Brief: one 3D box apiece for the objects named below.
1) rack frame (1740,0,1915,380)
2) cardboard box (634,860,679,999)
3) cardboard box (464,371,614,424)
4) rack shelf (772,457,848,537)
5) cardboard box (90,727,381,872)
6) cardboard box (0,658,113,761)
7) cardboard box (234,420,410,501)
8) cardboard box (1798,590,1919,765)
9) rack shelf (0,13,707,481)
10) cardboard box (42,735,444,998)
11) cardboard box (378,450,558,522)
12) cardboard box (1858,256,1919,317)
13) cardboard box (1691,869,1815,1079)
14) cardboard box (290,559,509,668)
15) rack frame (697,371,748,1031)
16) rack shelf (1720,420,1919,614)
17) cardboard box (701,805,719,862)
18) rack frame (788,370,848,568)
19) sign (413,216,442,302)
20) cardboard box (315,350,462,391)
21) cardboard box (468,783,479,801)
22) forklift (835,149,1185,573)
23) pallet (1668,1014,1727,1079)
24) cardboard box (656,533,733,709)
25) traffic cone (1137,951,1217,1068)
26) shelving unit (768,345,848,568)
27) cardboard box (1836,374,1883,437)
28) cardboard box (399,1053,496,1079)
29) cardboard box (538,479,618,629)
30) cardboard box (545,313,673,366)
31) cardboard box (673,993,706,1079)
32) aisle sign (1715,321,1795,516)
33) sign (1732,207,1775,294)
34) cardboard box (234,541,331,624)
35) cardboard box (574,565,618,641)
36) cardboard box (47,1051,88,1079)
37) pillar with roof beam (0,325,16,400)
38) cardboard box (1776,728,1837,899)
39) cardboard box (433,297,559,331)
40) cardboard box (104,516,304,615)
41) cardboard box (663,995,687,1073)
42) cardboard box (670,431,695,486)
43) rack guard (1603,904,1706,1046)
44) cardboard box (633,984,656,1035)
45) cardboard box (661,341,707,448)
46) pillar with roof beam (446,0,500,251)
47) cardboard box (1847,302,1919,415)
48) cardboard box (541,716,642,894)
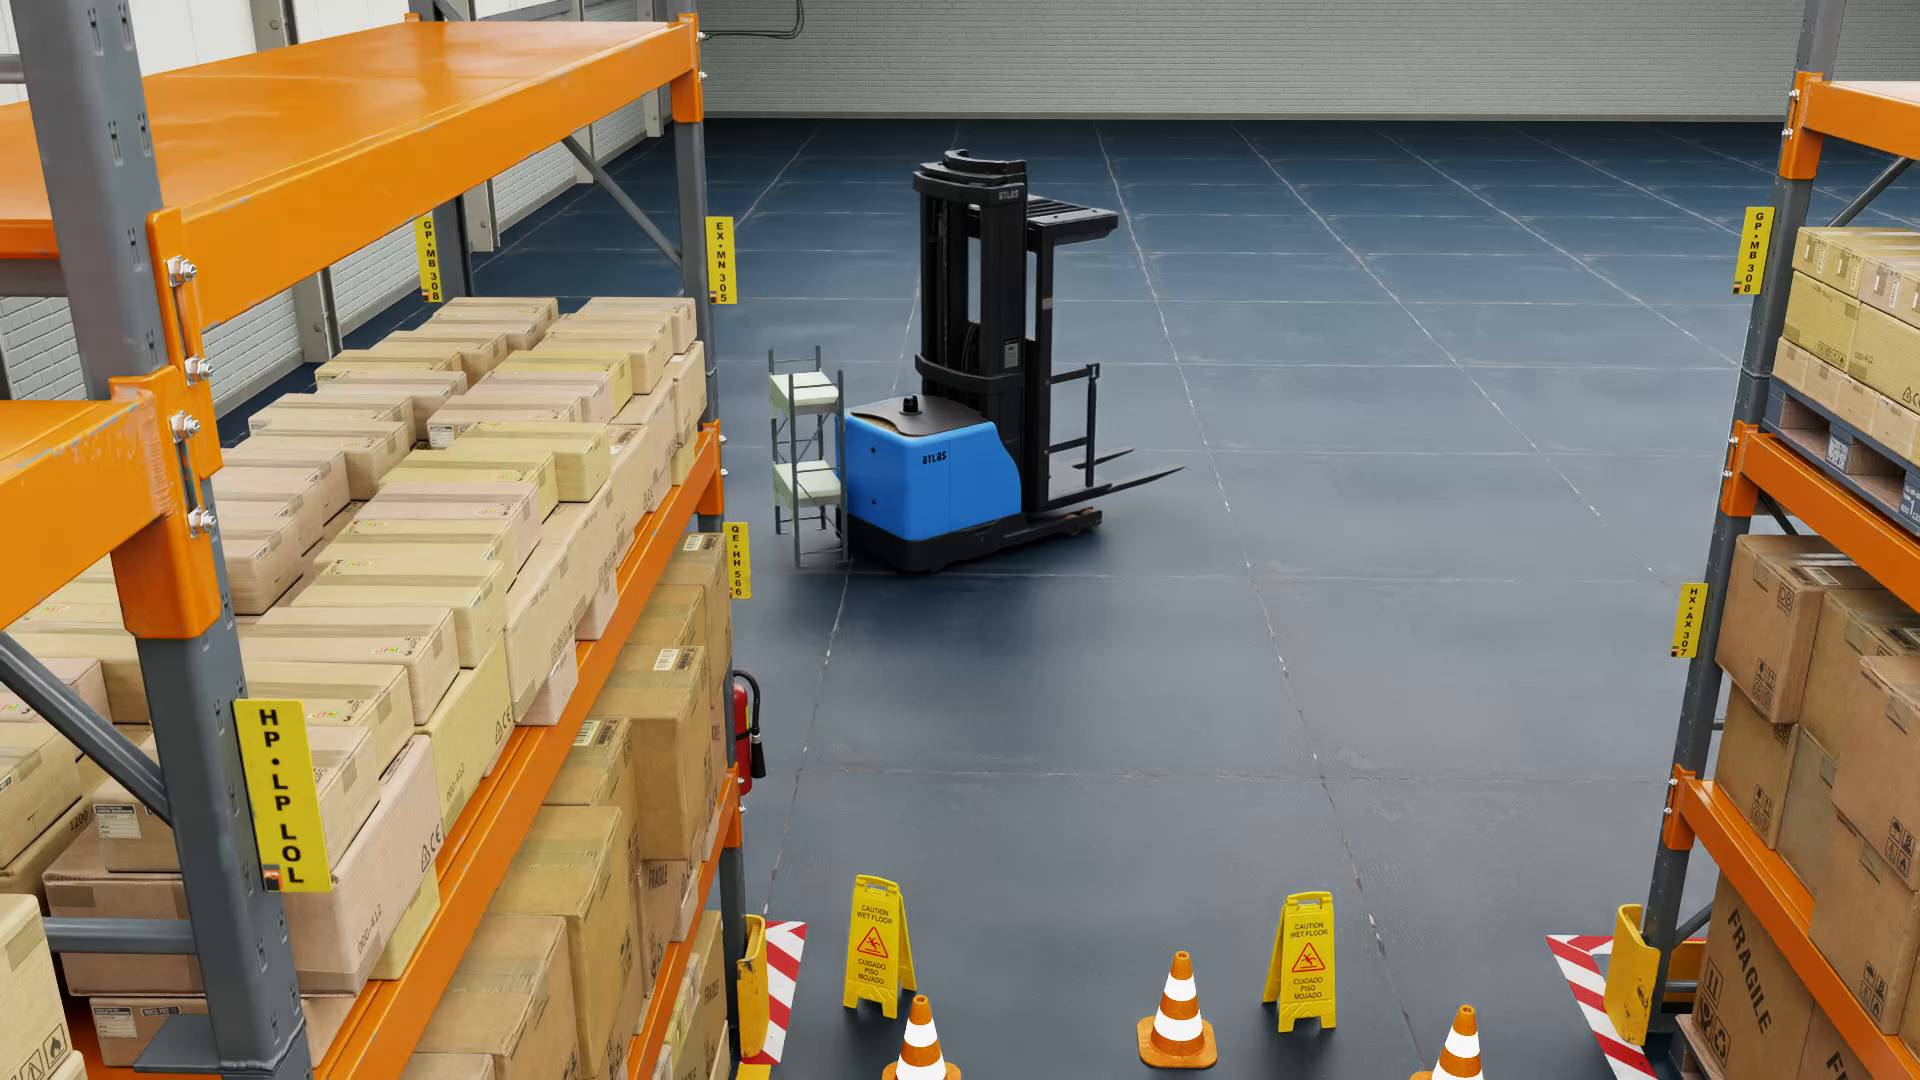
[{"bbox_3d":[3.508,-2.022,5.799,1.000,3.000,0.127,1,21,2],"label":"rack frame"},{"bbox_3d":[-1.222,1.133,5.412,0.500,0.500,0.500,1,21,1],"label":"cardboard box"},{"bbox_3d":[-1.267,-0.405,5.025,0.380,0.149,0.250,1,21,2],"label":"cardboard box"},{"bbox_3d":[-1.153,-0.336,12.722,0.431,0.370,0.720,-6,22,-16],"label":"rack shelf"},{"bbox_3d":[-1.229,0.440,2.846,0.380,0.149,0.250,0,21,1],"label":"cardboard box"},{"bbox_3d":[-1.842,0.339,3.108,0.380,0.149,0.250,0,21,0],"label":"cardboard box"},{"bbox_3d":[-1.735,-0.220,4.547,0.380,0.149,0.250,1,21,3],"label":"cardboard box"},{"bbox_3d":[3.534,0.535,5.802,0.875,0.550,0.550,1,21,2],"label":"cardboard box"},{"bbox_3d":[-1.504,-0.980,4.112,1.077,0.370,4.000,1,21,2],"label":"rack shelf"},{"bbox_3d":[-1.277,0.580,3.036,0.500,0.250,0.500,0,21,0],"label":"cardboard box"},{"bbox_3d":[-1.264,-0.123,4.297,0.380,0.149,0.250,1,21,3],"label":"cardboard box"},{"bbox_3d":[3.164,-0.820,5.375,0.380,0.149,0.250,0,21,1],"label":"cardboard box"},{"bbox_3d":[3.554,1.816,6.559,0.875,0.875,0.875,1,21,2],"label":"cardboard box"},{"bbox_3d":[-1.198,0.156,3.579,0.380,0.149,0.250,0,21,1],"label":"cardboard box"},{"bbox_3d":[-1.443,0.757,6.931,1.000,3.000,0.127,1,21,2],"label":"rack frame"},{"bbox_3d":[3.447,0.435,4.608,1.077,0.370,4.000,1,21,2],"label":"rack shelf"},{"bbox_3d":[-1.137,1.105,6.382,0.380,0.149,0.250,0,21,1],"label":"cardboard box"},{"bbox_3d":[-1.044,-0.513,12.278,0.400,1.500,0.023,-6,22,-16],"label":"rack frame"},{"bbox_3d":[-1.985,-1.055,6.245,0.100,0.325,0.005,1,21,2],"label":"sign"},{"bbox_3d":[-1.800,-0.499,5.265,0.380,0.149,0.250,1,21,1],"label":"cardboard box"},{"bbox_3d":[-1.301,0.537,3.698,0.380,0.149,0.250,1,21,3],"label":"cardboard box"},{"bbox_3d":[0.507,-1.537,12.938,3.031,2.935,1.130,-16,26,-35],"label":"forklift"},{"bbox_3d":[3.562,2.365,6.641,1.003,0.211,1.213,1,21,2],"label":"pallet"},{"bbox_3d":[-1.240,0.293,6.196,0.700,0.500,0.500,0,21,0],"label":"cardboard box"},{"bbox_3d":[0.953,1.999,7.238,0.336,0.463,0.334,1,21,2],"label":"traffic cone"},{"bbox_3d":[-1.153,-0.640,12.604,0.431,1.500,0.755,-6,22,-16],"label":"shelving unit"},{"bbox_3d":[3.162,-0.445,5.512,0.380,0.149,0.250,1,21,2],"label":"cardboard box"},{"bbox_3d":[-1.334,1.395,3.354,0.700,0.500,0.500,0,21,1],"label":"cardboard box"},{"bbox_3d":[-1.230,0.030,4.454,0.500,0.250,0.500,1,21,2],"label":"cardboard box"},{"bbox_3d":[-1.204,-0.677,5.726,0.380,0.149,0.250,1,21,3],"label":"cardboard box"},{"bbox_3d":[-1.219,1.975,5.976,0.500,0.500,0.500,1,21,4],"label":"cardboard box"},{"bbox_3d":[3.210,-0.466,6.489,0.394,0.787,0.004,1,21,2],"label":"aisle sign"},{"bbox_3d":[2.954,-1.076,6.191,0.100,0.325,0.005,1,21,2],"label":"sign"},{"bbox_3d":[-1.776,0.207,3.999,0.500,0.250,0.500,0,21,1],"label":"cardboard box"},{"bbox_3d":[-1.176,0.164,4.660,0.380,0.149,0.250,0,21,1],"label":"cardboard box"},{"bbox_3d":[-1.437,0.892,2.063,0.500,0.250,0.500,0,21,1],"label":"cardboard box"},{"bbox_3d":[-2.841,-3.973,10.828,9.100,9.000,0.400,1,21,2],"label":"pillar with roof beam"},{"bbox_3d":[3.547,1.039,5.997,0.875,0.550,0.550,1,21,2],"label":"cardboard box"},{"bbox_3d":[-1.657,-0.770,5.964,0.380,0.149,0.250,0,21,1],"label":"cardboard box"},{"bbox_3d":[-1.757,0.057,3.835,0.380,0.149,0.250,0,21,1],"label":"cardboard box"},{"bbox_3d":[-1.161,1.708,5.767,0.380,0.149,0.250,1,21,3],"label":"cardboard box"},{"bbox_3d":[-1.149,-0.302,5.860,0.380,0.149,0.250,1,21,2],"label":"cardboard box"},{"bbox_3d":[3.509,1.932,7.359,1.175,0.500,0.348,1,21,2],"label":"rack guard"},{"bbox_3d":[-1.209,1.475,5.428,0.380,0.149,0.250,0,21,1],"label":"cardboard box"},{"bbox_3d":[-1.189,-0.522,5.877,0.500,0.250,0.500,0,21,1],"label":"cardboard box"},{"bbox_3d":[-2.476,-8.312,22.011,9.100,9.000,0.400,1,21,2],"label":"pillar with roof beam"},{"bbox_3d":[3.223,-0.579,5.305,0.500,0.250,0.500,0,21,1],"label":"cardboard box"},{"bbox_3d":[-1.330,0.840,4.785,0.700,0.500,0.500,1,21,1],"label":"cardboard box"}]
